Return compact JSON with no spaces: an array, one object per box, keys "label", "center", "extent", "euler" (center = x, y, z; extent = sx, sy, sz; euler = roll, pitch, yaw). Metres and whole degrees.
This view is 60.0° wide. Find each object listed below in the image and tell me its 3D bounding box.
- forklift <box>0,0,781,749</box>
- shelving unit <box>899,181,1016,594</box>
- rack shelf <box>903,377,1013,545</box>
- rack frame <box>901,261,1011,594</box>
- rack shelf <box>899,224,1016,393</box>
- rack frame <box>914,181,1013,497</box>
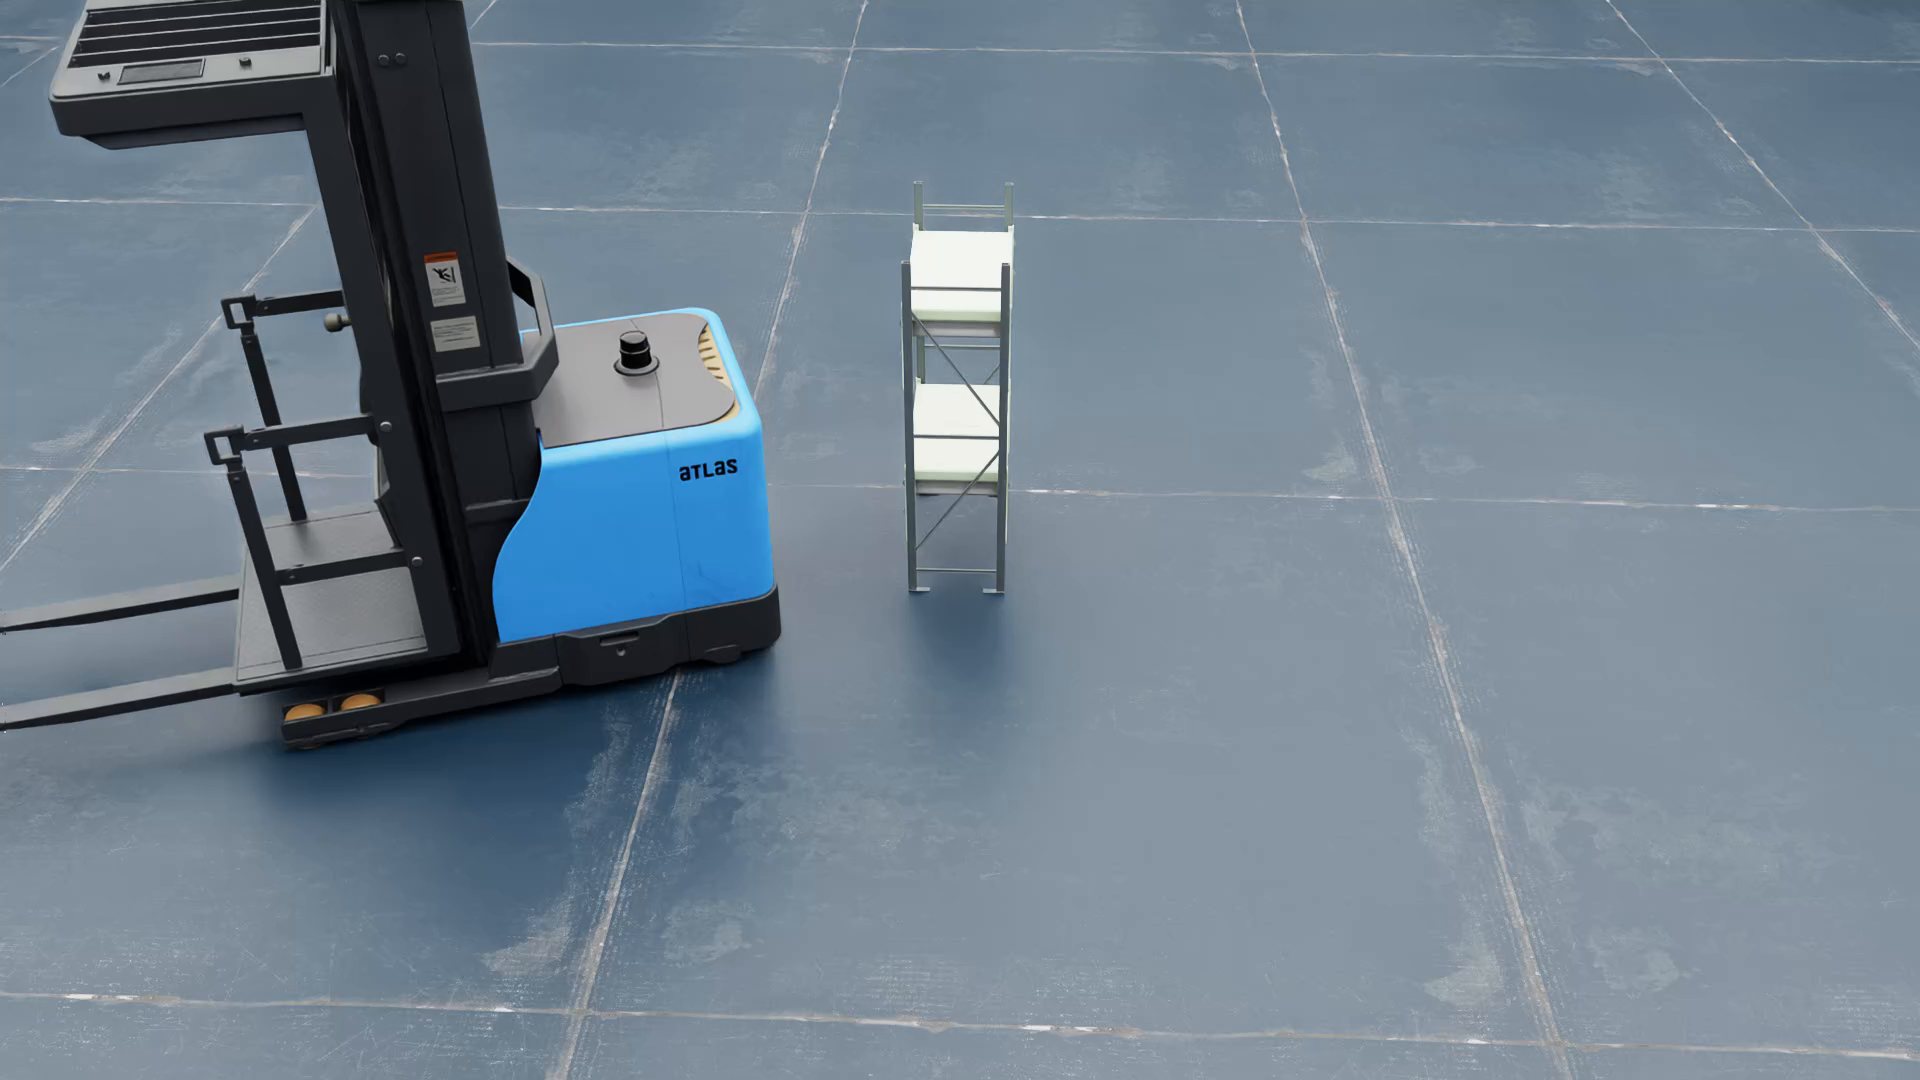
[{"label":"forklift","center":[-2.285,-0.767,5.792],"extent":[3.031,2.935,1.130],"euler":[-10,36,-14]},{"label":"shelving unit","center":[0.000,-0.610,6.813],"extent":[0.431,1.500,0.755],"euler":[1,35,2]},{"label":"rack shelf","center":[0.000,-0.343,7.001],"extent":[0.431,0.370,0.720],"euler":[1,35,2]},{"label":"rack frame","center":[-0.015,-0.399,6.514],"extent":[0.400,1.500,0.023],"euler":[1,35,2]},{"label":"rack shelf","center":[0.000,-0.929,6.589],"extent":[0.431,0.370,0.720],"euler":[1,35,2]},{"label":"rack frame","center":[0.014,-0.820,7.113],"extent":[0.400,1.500,0.023],"euler":[1,35,2]}]
